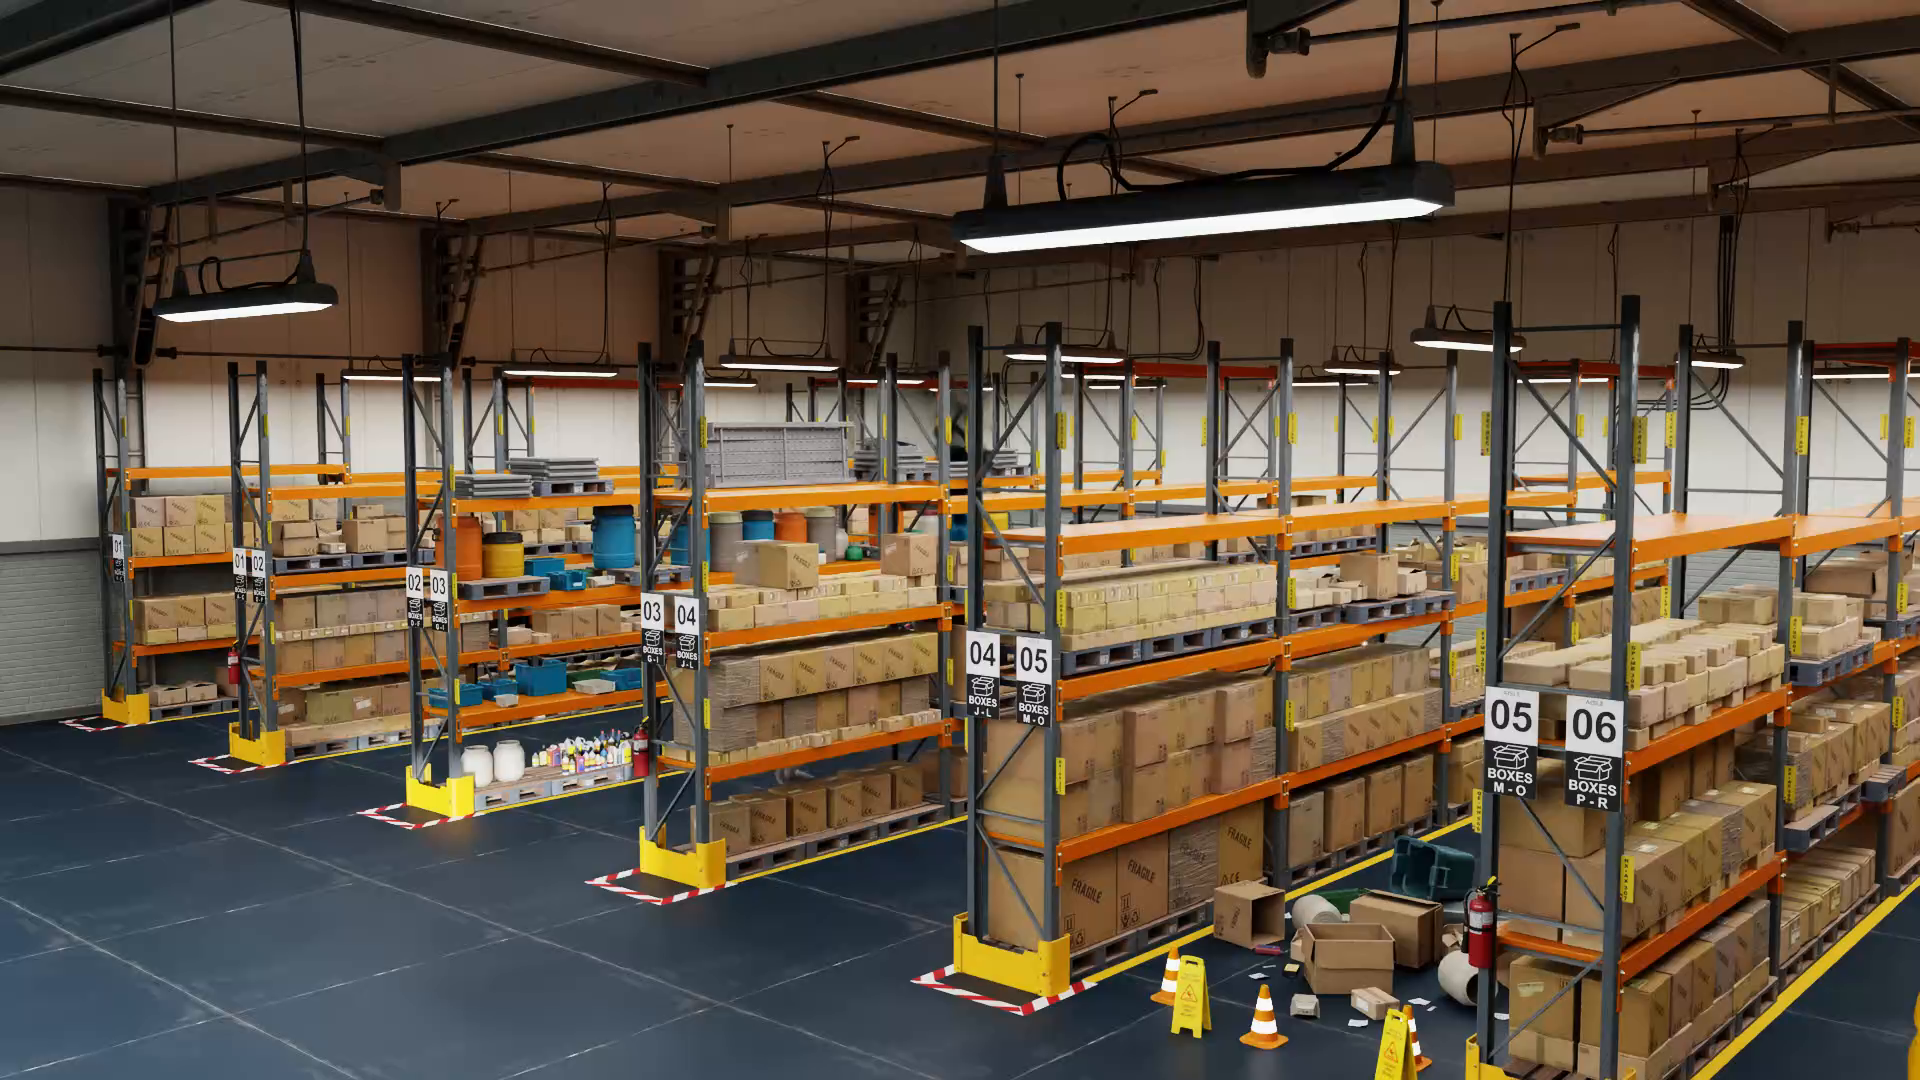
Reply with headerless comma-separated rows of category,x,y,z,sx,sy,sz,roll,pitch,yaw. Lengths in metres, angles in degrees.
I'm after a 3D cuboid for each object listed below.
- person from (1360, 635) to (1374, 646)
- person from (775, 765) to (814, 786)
person,6.862,2.290,27.301,0.980,1.731,0.670,-4,6,-44
person,-2.234,2.677,22.104,0.657,1.722,0.609,3,5,39
